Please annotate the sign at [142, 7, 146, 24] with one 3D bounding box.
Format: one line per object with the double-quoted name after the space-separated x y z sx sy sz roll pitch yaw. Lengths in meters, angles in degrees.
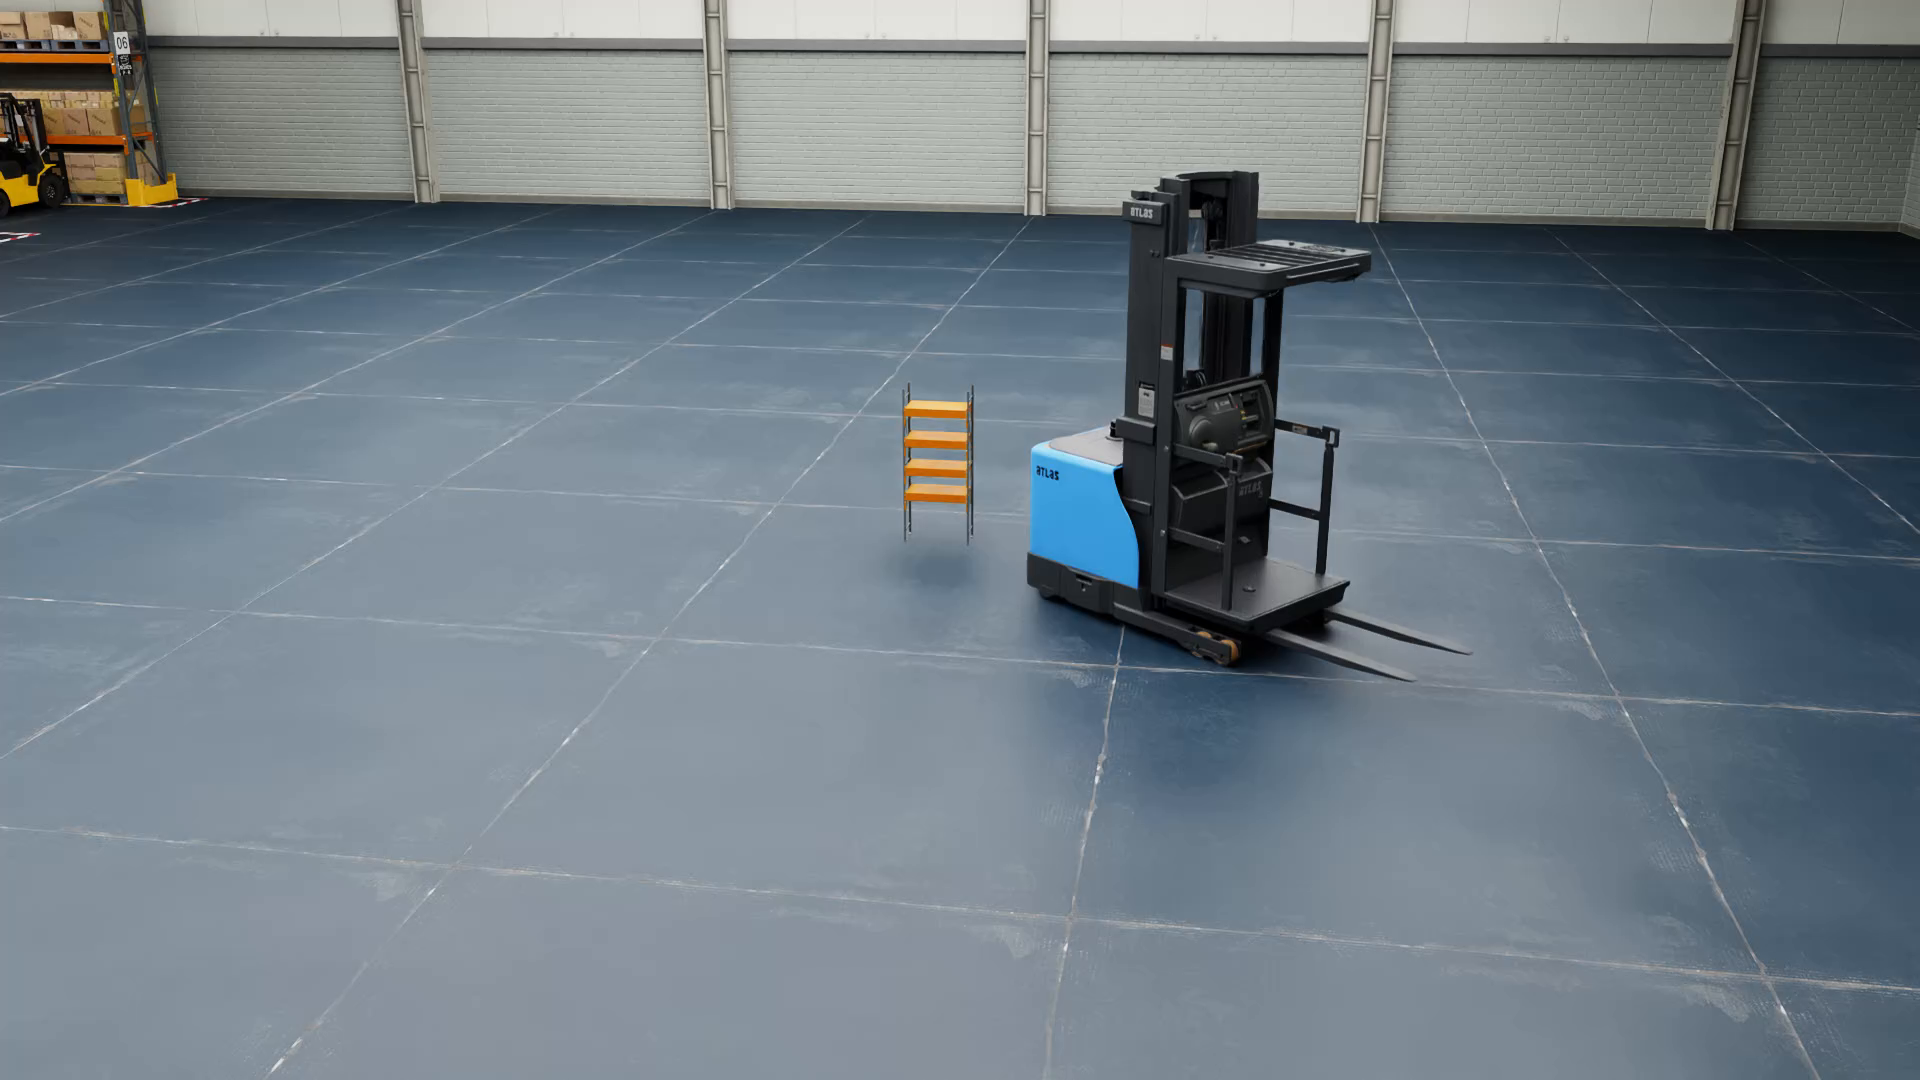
-15.730 -10.097 32.014 0.005 0.325 0.100 3 19 9 "sign"

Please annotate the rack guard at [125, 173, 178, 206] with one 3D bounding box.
-15.800 -6.862 32.515 0.348 0.500 1.175 3 19 9 "rack guard"

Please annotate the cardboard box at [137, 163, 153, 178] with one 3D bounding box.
-16.255 -7.269 32.678 0.500 0.250 0.500 3 19 10 "cardboard box"

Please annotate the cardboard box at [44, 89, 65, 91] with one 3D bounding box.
-17.644 -8.715 32.466 0.250 0.149 0.380 3 19 9 "cardboard box"

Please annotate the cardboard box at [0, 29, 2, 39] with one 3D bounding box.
-18.356 -9.685 31.679 0.258 0.266 0.396 2 19 7 "cardboard box"

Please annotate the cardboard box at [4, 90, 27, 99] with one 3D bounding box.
-18.221 -8.597 32.113 0.250 0.149 0.380 3 19 8 "cardboard box"

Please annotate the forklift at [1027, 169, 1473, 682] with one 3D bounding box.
1.841 -0.783 10.515 1.130 2.935 3.031 -16 25 -40 "forklift"

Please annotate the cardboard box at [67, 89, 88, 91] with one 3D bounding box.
-17.144 -8.683 32.372 0.250 0.149 0.380 4 19 10 "cardboard box"

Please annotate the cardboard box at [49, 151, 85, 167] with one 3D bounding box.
-17.333 -7.389 32.248 0.500 0.250 0.500 3 19 9 "cardboard box"

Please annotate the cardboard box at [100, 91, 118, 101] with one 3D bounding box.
-16.211 -8.496 31.813 0.250 0.149 0.380 3 19 9 "cardboard box"

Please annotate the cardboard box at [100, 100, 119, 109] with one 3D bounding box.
-16.211 -8.333 31.793 0.250 0.149 0.380 3 19 9 "cardboard box"

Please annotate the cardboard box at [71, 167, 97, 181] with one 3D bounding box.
-16.847 -7.136 32.279 0.500 0.250 0.500 3 19 8 "cardboard box"

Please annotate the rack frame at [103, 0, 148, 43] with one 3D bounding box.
-15.824 -10.893 31.170 0.127 3.000 1.000 3 19 9 "rack frame"

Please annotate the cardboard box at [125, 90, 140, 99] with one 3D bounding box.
-16.121 -8.628 32.207 0.250 0.149 0.380 3 19 8 "cardboard box"

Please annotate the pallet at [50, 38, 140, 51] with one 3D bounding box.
-16.518 -9.473 31.791 1.213 0.211 1.003 3 19 9 "pallet"

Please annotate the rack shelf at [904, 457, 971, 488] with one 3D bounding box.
-0.163 -0.514 12.651 0.480 0.148 0.258 3 19 9 "rack shelf"

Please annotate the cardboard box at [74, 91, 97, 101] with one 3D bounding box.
-16.722 -8.504 31.835 0.250 0.149 0.380 3 19 10 "cardboard box"

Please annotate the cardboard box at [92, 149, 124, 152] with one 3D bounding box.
-16.762 -7.525 32.655 0.500 0.250 0.500 3 19 9 "cardboard box"

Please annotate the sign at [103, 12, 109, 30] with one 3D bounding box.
-15.924 -9.684 31.012 0.005 0.325 0.100 3 19 9 "sign"

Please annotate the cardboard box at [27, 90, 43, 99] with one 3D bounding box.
-17.726 -8.572 32.038 0.250 0.149 0.380 3 19 9 "cardboard box"

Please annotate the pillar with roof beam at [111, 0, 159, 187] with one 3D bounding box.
-17.051 -9.862 28.088 0.400 9.000 9.100 3 19 9 "pillar with roof beam"

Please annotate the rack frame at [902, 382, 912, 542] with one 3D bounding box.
-0.404 -0.590 12.667 0.015 1.200 0.240 3 19 9 "rack frame"

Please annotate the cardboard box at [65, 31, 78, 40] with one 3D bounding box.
-16.690 -9.545 31.444 0.250 0.149 0.380 2 19 7 "cardboard box"

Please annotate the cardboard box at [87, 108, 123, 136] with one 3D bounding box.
-16.351 -8.038 31.935 0.500 0.500 0.500 3 19 7 "cardboard box"

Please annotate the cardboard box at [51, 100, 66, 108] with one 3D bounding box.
-17.228 -8.384 31.944 0.250 0.149 0.380 2 19 7 "cardboard box"

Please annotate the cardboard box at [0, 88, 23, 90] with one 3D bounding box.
-18.648 -8.797 32.710 0.250 0.149 0.380 3 19 8 "cardboard box"

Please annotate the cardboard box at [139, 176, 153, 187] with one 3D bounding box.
-16.278 -7.030 32.749 0.500 0.250 0.500 3 19 9 "cardboard box"

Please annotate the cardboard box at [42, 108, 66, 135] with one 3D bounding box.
-17.368 -8.093 32.098 0.500 0.500 0.500 3 19 8 "cardboard box"

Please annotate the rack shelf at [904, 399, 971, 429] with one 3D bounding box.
-0.163 -0.950 12.505 0.480 0.148 0.258 3 19 9 "rack shelf"

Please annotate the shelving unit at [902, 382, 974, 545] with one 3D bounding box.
-0.163 -0.577 12.630 0.503 1.200 0.258 3 19 9 "shelving unit"

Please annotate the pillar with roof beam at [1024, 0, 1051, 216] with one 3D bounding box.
0.721 -8.956 25.381 0.400 9.000 9.100 3 19 9 "pillar with roof beam"

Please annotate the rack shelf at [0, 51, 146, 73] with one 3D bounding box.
-17.798 -9.230 32.061 4.000 0.370 1.077 3 19 9 "rack shelf"

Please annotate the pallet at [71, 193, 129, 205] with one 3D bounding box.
-16.585 -6.751 32.641 1.213 0.211 1.003 3 19 9 "pallet"

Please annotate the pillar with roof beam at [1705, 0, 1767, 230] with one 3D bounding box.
12.569 -8.352 23.576 0.400 9.000 9.100 3 19 9 "pillar with roof beam"

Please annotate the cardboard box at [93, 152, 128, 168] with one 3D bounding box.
-16.328 -7.343 32.111 0.500 0.250 0.500 4 19 10 "cardboard box"

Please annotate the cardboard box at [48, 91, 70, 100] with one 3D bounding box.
-17.231 -8.518 31.877 0.250 0.149 0.380 3 19 10 "cardboard box"

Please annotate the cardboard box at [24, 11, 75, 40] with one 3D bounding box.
-17.295 -9.794 31.634 0.500 0.500 0.700 3 19 9 "cardboard box"

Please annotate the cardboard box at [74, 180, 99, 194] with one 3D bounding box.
-16.827 -6.896 32.351 0.500 0.250 0.500 3 19 9 "cardboard box"

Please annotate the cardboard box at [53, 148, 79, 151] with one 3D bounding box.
-17.759 -7.582 32.823 0.500 0.250 0.500 3 19 8 "cardboard box"

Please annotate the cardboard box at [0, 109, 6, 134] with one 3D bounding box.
-18.359 -8.147 32.259 0.500 0.500 0.500 3 19 8 "cardboard box"

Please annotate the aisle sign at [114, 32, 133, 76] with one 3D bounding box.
-15.805 -9.186 31.425 0.004 0.787 0.394 3 19 9 "aisle sign"

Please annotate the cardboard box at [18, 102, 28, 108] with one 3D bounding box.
-17.977 -8.422 32.060 0.250 0.149 0.380 3 19 8 "cardboard box"

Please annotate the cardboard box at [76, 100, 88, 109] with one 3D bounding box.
-16.714 -8.369 31.900 0.250 0.149 0.380 3 19 10 "cardboard box"
